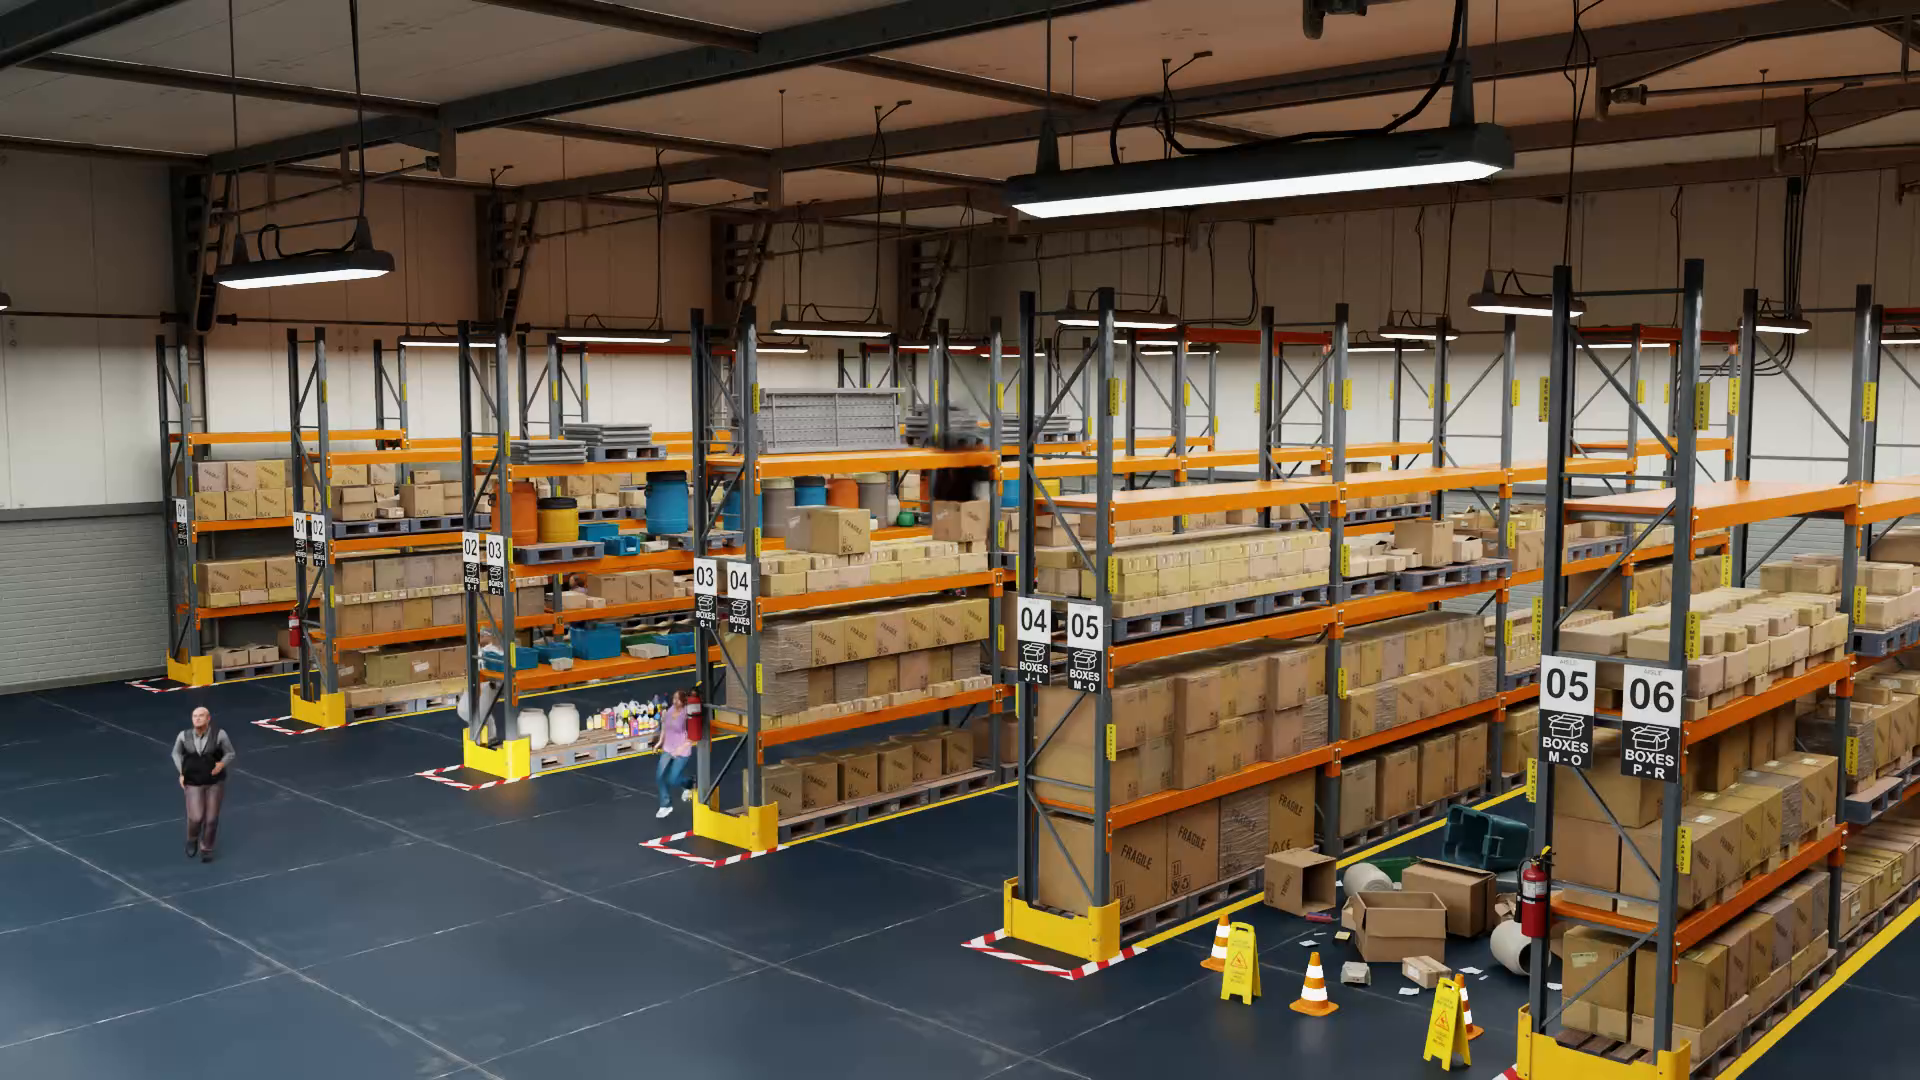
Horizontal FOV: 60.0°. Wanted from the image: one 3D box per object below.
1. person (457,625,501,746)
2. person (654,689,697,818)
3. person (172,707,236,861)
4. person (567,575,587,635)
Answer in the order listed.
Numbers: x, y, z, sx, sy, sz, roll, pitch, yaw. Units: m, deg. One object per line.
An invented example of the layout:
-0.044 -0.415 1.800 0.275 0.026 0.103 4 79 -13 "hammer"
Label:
-6.793 2.075 23.666 0.653 1.744 0.590 3 6 31 "person"
-3.350 2.545 19.962 0.581 1.565 0.591 3 6 33 "person"
-8.137 2.641 17.910 0.645 1.690 0.584 -2 6 -22 "person"
-7.068 1.488 30.600 0.583 1.707 0.723 5 7 42 "person"
